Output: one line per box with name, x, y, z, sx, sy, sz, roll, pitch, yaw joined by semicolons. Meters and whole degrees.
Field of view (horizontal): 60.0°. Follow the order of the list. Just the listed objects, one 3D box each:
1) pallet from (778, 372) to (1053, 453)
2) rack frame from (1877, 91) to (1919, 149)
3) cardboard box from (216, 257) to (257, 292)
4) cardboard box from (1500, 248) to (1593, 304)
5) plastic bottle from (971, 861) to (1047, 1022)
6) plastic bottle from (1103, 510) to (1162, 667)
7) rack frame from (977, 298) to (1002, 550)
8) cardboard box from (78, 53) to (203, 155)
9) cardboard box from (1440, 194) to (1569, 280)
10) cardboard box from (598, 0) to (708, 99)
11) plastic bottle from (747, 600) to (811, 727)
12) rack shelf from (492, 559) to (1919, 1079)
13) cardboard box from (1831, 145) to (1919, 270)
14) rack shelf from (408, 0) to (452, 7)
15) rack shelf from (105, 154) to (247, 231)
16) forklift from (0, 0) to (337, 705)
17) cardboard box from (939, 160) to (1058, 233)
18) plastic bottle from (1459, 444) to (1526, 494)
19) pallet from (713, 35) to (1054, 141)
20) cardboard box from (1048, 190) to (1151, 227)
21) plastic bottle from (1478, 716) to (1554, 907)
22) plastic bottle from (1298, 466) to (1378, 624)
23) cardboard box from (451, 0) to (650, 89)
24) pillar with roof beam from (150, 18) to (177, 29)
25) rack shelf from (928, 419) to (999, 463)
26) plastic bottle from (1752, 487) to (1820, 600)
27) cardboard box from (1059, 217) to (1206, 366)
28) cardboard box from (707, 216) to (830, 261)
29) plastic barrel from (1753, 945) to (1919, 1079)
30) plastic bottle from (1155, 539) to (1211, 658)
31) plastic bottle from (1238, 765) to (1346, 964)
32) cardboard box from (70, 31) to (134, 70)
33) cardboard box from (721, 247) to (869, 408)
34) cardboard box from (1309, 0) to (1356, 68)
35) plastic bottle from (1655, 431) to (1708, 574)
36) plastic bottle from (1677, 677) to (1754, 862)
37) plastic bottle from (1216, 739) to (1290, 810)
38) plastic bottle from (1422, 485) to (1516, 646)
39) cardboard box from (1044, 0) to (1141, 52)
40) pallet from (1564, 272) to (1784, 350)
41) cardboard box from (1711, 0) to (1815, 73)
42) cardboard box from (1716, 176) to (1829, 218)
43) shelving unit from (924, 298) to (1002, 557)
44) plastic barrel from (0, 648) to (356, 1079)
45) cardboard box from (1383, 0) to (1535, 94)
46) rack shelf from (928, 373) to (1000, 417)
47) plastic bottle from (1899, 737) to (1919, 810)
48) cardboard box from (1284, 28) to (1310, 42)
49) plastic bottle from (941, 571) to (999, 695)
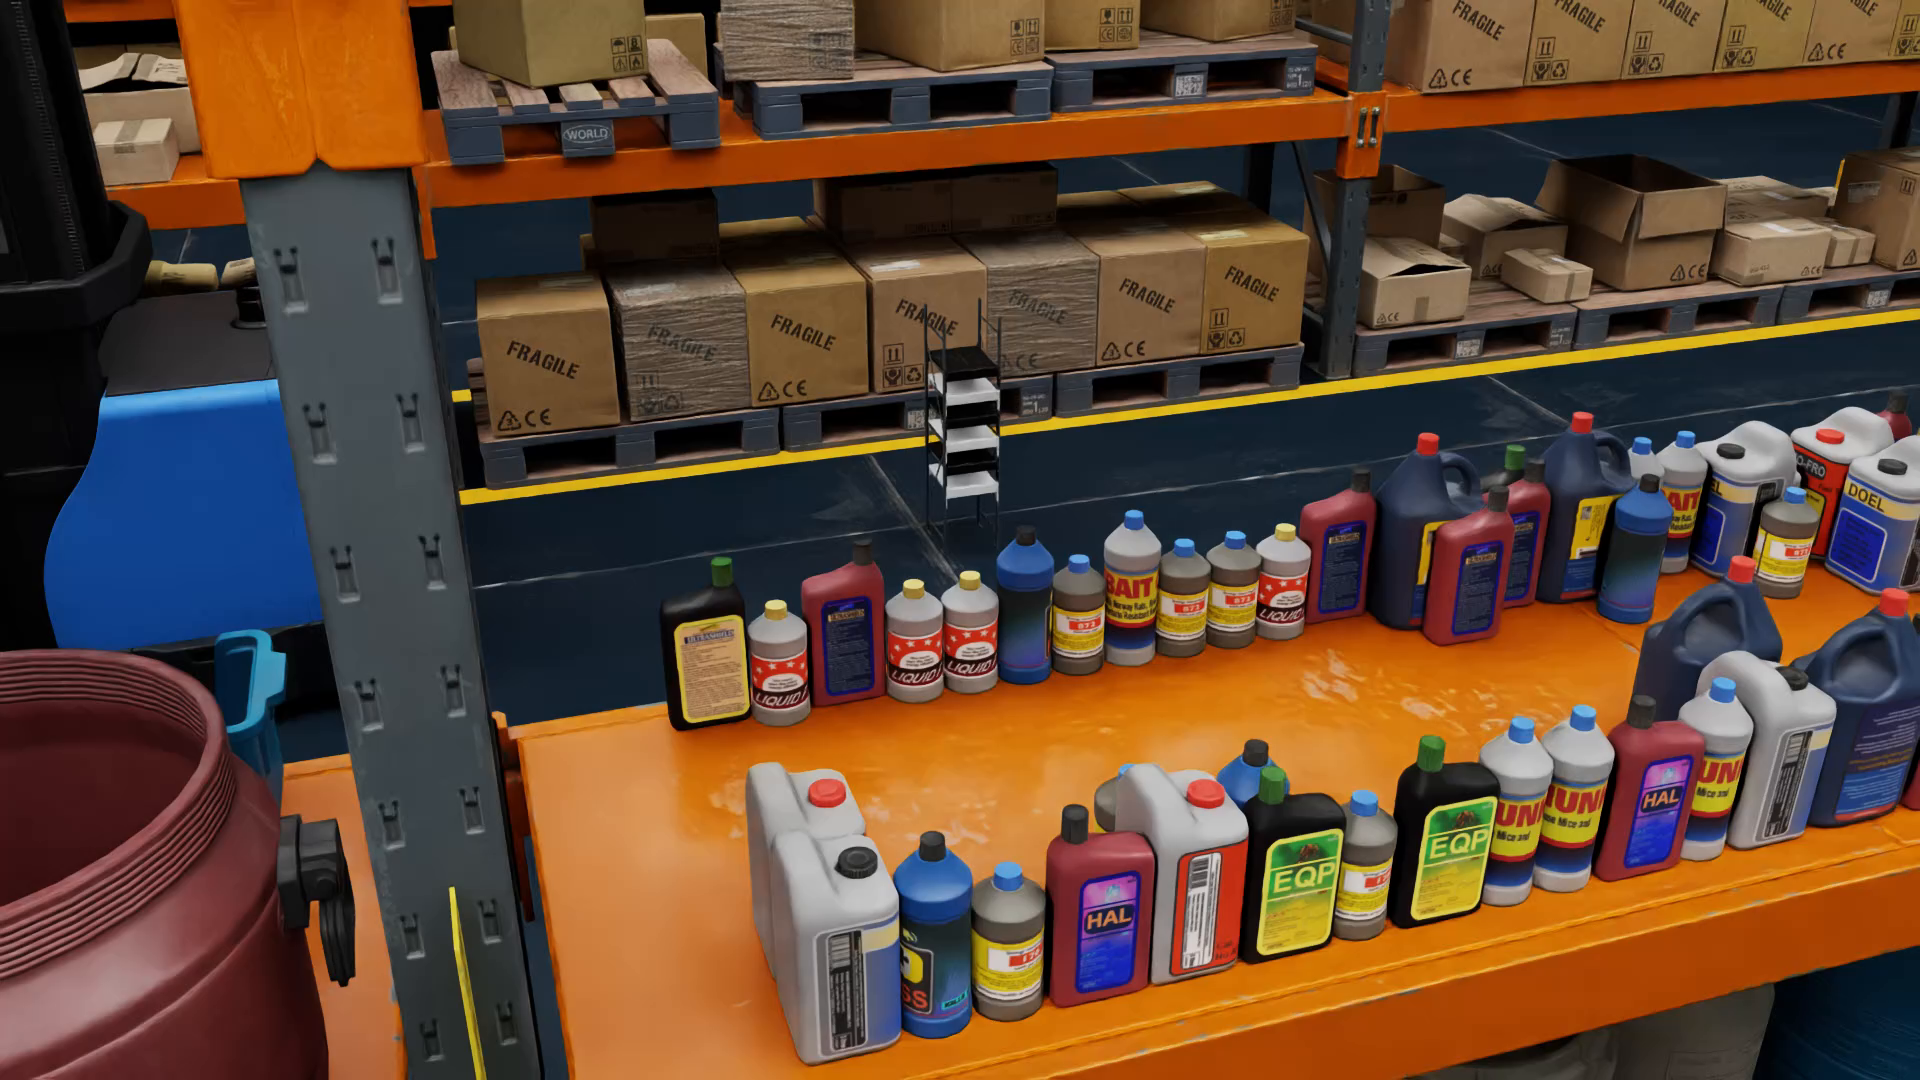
pallet;-0.314;-0.750;7.523;1.213;0.211;1.003;-8;28;-16
rack frame;5.413;-2.847;8.612;0.127;3.000;1.000;-8;28;-16
cardboard box;-2.783;-1.005;6.891;0.500;0.311;0.500;-7;27;-14
cardboard box;2.895;-1.314;8.215;0.250;0.166;0.380;-8;28;-16
plastic bottle;0.060;0.497;2.098;0.097;0.201;0.097;0;26;0
plastic bottle;0.294;0.077;2.866;0.097;0.271;0.097;0;26;0
rack frame;0.104;-0.418;6.080;0.006;0.900;0.240;-8;28;-16
cardboard box;-3.104;-1.665;6.330;0.500;0.311;0.500;-9;28;-17
cardboard box;2.777;-1.591;8.610;0.500;0.311;0.500;-8;28;-16
cardboard box;-2.156;-3.229;11.325;0.750;0.750;0.750;-8;28;-16
plastic bottle;-0.295;0.194;2.710;0.097;0.201;0.097;0;26;0
rack shelf;1.238;0.396;2.888;4.000;0.370;1.077;-8;28;-16
cardboard box;4.972;-1.746;8.709;0.500;0.500;0.500;-8;28;-16
rack shelf;-1.830;-3.793;11.326;4.000;0.370;1.077;-8;28;-16
rack shelf;-4.095;-1.148;5.998;4.000;0.370;1.077;-8;28;-16
forklift;-3.215;-0.841;4.647;3.031;2.935;1.130;-8;28;-16
cardboard box;0.123;-1.609;7.590;0.500;0.250;0.500;-8;28;-16
plastic bottle;0.979;-0.036;3.080;0.133;0.283;0.061;-8;28;-16
pallet;-0.346;-1.929;6.979;1.213;0.211;1.003;-8;28;-16
cardboard box;0.571;-1.332;7.876;0.500;0.500;0.500;-8;27;-15
plastic bottle;0.753;0.366;2.285;0.097;0.271;0.097;0;26;0
plastic bottle;0.676;0.008;2.992;0.133;0.283;0.061;-8;28;-16
cardboard box;-1.630;-2.113;6.548;0.500;0.500;0.700;-19;32;-33
pillar with roof beam;-3.902;-4.893;5.987;0.400;9.000;9.100;-8;28;-16
rack shelf;0.008;-0.374;6.067;0.200;0.077;0.258;-8;28;-16
plastic bottle;1.537;0.000;3.101;0.097;0.201;0.097;0;26;0
cardboard box;0.757;-1.120;7.450;0.500;0.500;0.500;-8;28;-16
cardboard box;-0.885;-1.122;7.454;0.500;0.500;0.500;-9;28;-18
plastic barrel;1.944;0.715;3.323;0.708;0.901;0.600;-8;28;-16
plastic bottle;0.387;0.095;2.909;0.097;0.201;0.097;0;26;0
plastic bottle;0.430;0.416;2.171;0.133;0.283;0.061;-8;28;-16
cardboard box;-5.449;-3.007;10.406;0.500;0.250;0.500;-8;28;-16
cardboard box;-0.698;-0.906;7.019;0.500;0.500;0.500;-9;28;-17
cardboard box;2.006;-2.519;7.838;0.500;0.500;0.500;-8;27;-15
plastic bottle;1.362;-0.078;3.178;0.097;0.271;0.097;0;26;0
plastic bottle;1.065;0.320;2.376;0.097;0.271;0.097;0;26;0
plastic bottle;0.388;0.390;2.236;0.097;0.271;0.097;0;26;0
plastic bottle;0.896;0.043;2.920;0.133;0.283;0.061;-8;28;-16
cardboard box;0.456;-2.437;7.201;0.500;0.500;0.700;-4;27;-8
pallet;3.425;-1.311;8.654;1.213;0.211;1.003;-8;28;-16
cardboard box;3.624;-2.507;7.814;0.500;0.500;0.500;-9;28;-17
cardboard box;4.333;-1.789;9.078;0.500;0.250;0.500;-8;28;-16
shelving unit;0.008;-0.404;6.052;0.210;0.900;0.258;-8;28;-16
plastic barrel;-1.011;0.480;1.756;0.708;0.536;0.600;-8;28;-16
cardboard box;2.179;-2.296;7.390;0.500;0.500;0.500;-8;27;-15
rack shelf;0.008;-0.536;5.987;0.200;0.077;0.258;-8;28;-16
plastic bottle;1.484;0.263;2.478;0.133;0.283;0.061;-8;28;-16
cardboard box;2.287;-3.733;12.734;0.500;0.500;0.700;-9;28;-18
plastic bottle;0.017;0.149;2.801;0.097;0.201;0.097;0;26;0
